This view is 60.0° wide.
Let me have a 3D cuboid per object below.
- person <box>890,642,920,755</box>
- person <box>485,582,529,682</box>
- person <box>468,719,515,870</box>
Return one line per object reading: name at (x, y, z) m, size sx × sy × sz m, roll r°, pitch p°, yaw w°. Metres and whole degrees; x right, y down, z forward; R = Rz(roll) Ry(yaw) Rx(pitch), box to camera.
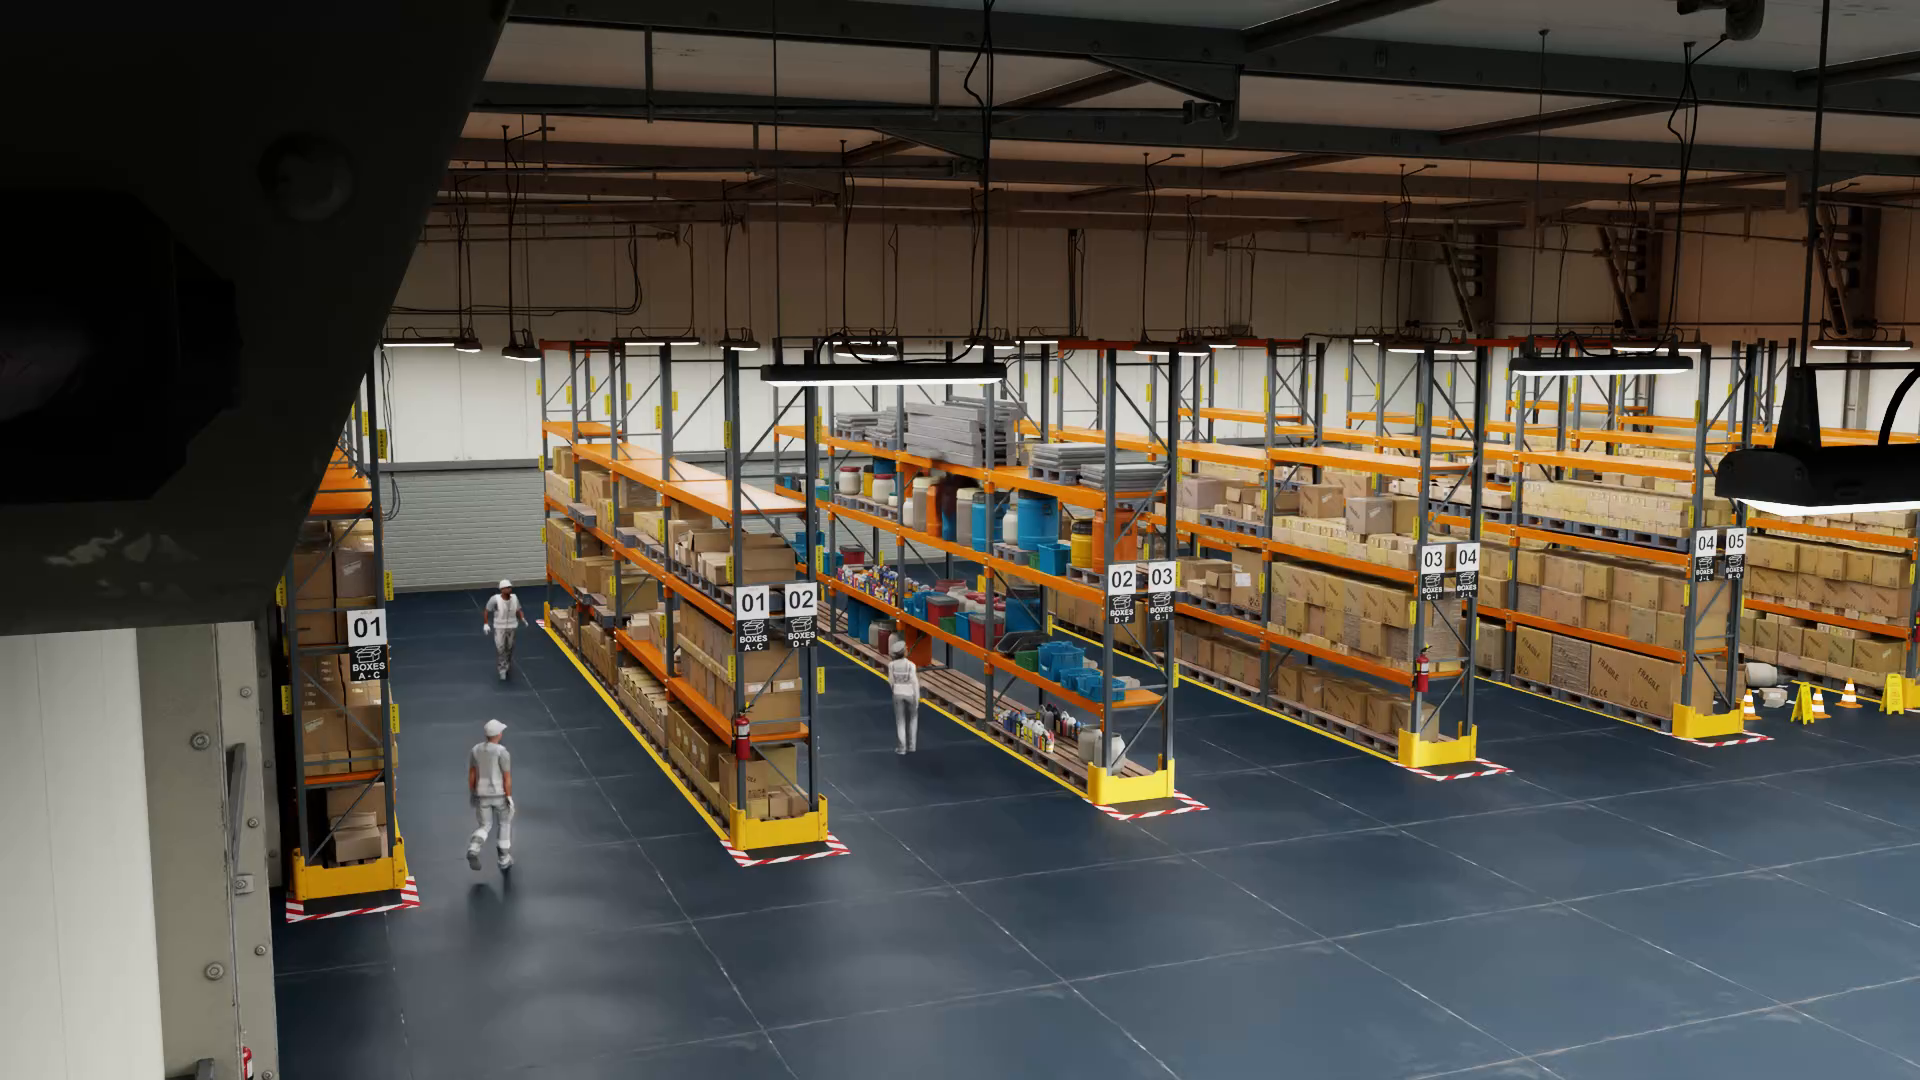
person at (-0.797, 2.340, 24.473) m, size 0.493 × 1.745 × 0.651 m, roll 2°, pitch 8°, yaw 13°
person at (-8.145, 1.596, 29.893) m, size 0.737 × 1.731 × 1.046 m, roll -3°, pitch 8°, yaw -21°
person at (-5.425, 2.956, 19.226) m, size 0.591 × 1.783 × 0.651 m, roll 2°, pitch 8°, yaw 16°
